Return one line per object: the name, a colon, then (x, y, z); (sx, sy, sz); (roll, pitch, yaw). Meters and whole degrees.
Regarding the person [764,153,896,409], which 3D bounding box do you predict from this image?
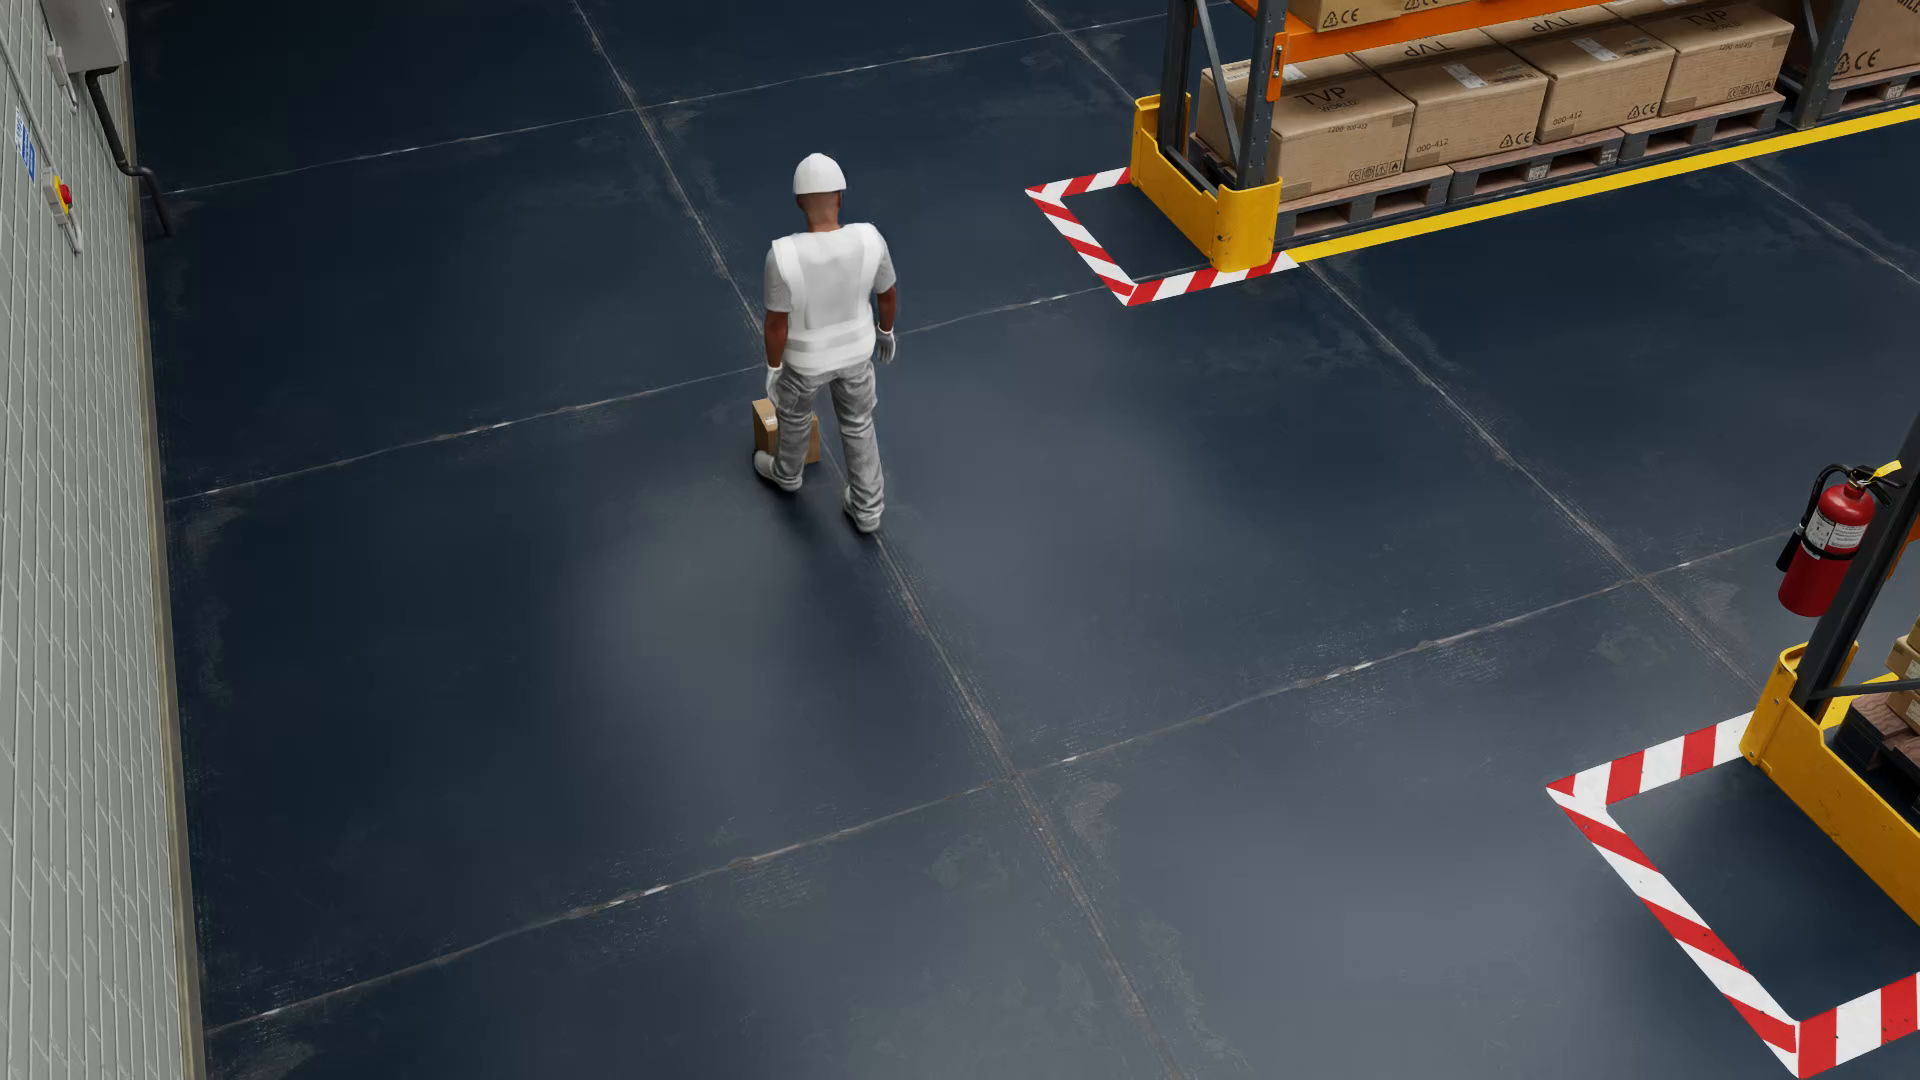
person: (-0.558, -1.071, 6.802); (0.615, 1.054, 0.362); (-15, 44, -17)
